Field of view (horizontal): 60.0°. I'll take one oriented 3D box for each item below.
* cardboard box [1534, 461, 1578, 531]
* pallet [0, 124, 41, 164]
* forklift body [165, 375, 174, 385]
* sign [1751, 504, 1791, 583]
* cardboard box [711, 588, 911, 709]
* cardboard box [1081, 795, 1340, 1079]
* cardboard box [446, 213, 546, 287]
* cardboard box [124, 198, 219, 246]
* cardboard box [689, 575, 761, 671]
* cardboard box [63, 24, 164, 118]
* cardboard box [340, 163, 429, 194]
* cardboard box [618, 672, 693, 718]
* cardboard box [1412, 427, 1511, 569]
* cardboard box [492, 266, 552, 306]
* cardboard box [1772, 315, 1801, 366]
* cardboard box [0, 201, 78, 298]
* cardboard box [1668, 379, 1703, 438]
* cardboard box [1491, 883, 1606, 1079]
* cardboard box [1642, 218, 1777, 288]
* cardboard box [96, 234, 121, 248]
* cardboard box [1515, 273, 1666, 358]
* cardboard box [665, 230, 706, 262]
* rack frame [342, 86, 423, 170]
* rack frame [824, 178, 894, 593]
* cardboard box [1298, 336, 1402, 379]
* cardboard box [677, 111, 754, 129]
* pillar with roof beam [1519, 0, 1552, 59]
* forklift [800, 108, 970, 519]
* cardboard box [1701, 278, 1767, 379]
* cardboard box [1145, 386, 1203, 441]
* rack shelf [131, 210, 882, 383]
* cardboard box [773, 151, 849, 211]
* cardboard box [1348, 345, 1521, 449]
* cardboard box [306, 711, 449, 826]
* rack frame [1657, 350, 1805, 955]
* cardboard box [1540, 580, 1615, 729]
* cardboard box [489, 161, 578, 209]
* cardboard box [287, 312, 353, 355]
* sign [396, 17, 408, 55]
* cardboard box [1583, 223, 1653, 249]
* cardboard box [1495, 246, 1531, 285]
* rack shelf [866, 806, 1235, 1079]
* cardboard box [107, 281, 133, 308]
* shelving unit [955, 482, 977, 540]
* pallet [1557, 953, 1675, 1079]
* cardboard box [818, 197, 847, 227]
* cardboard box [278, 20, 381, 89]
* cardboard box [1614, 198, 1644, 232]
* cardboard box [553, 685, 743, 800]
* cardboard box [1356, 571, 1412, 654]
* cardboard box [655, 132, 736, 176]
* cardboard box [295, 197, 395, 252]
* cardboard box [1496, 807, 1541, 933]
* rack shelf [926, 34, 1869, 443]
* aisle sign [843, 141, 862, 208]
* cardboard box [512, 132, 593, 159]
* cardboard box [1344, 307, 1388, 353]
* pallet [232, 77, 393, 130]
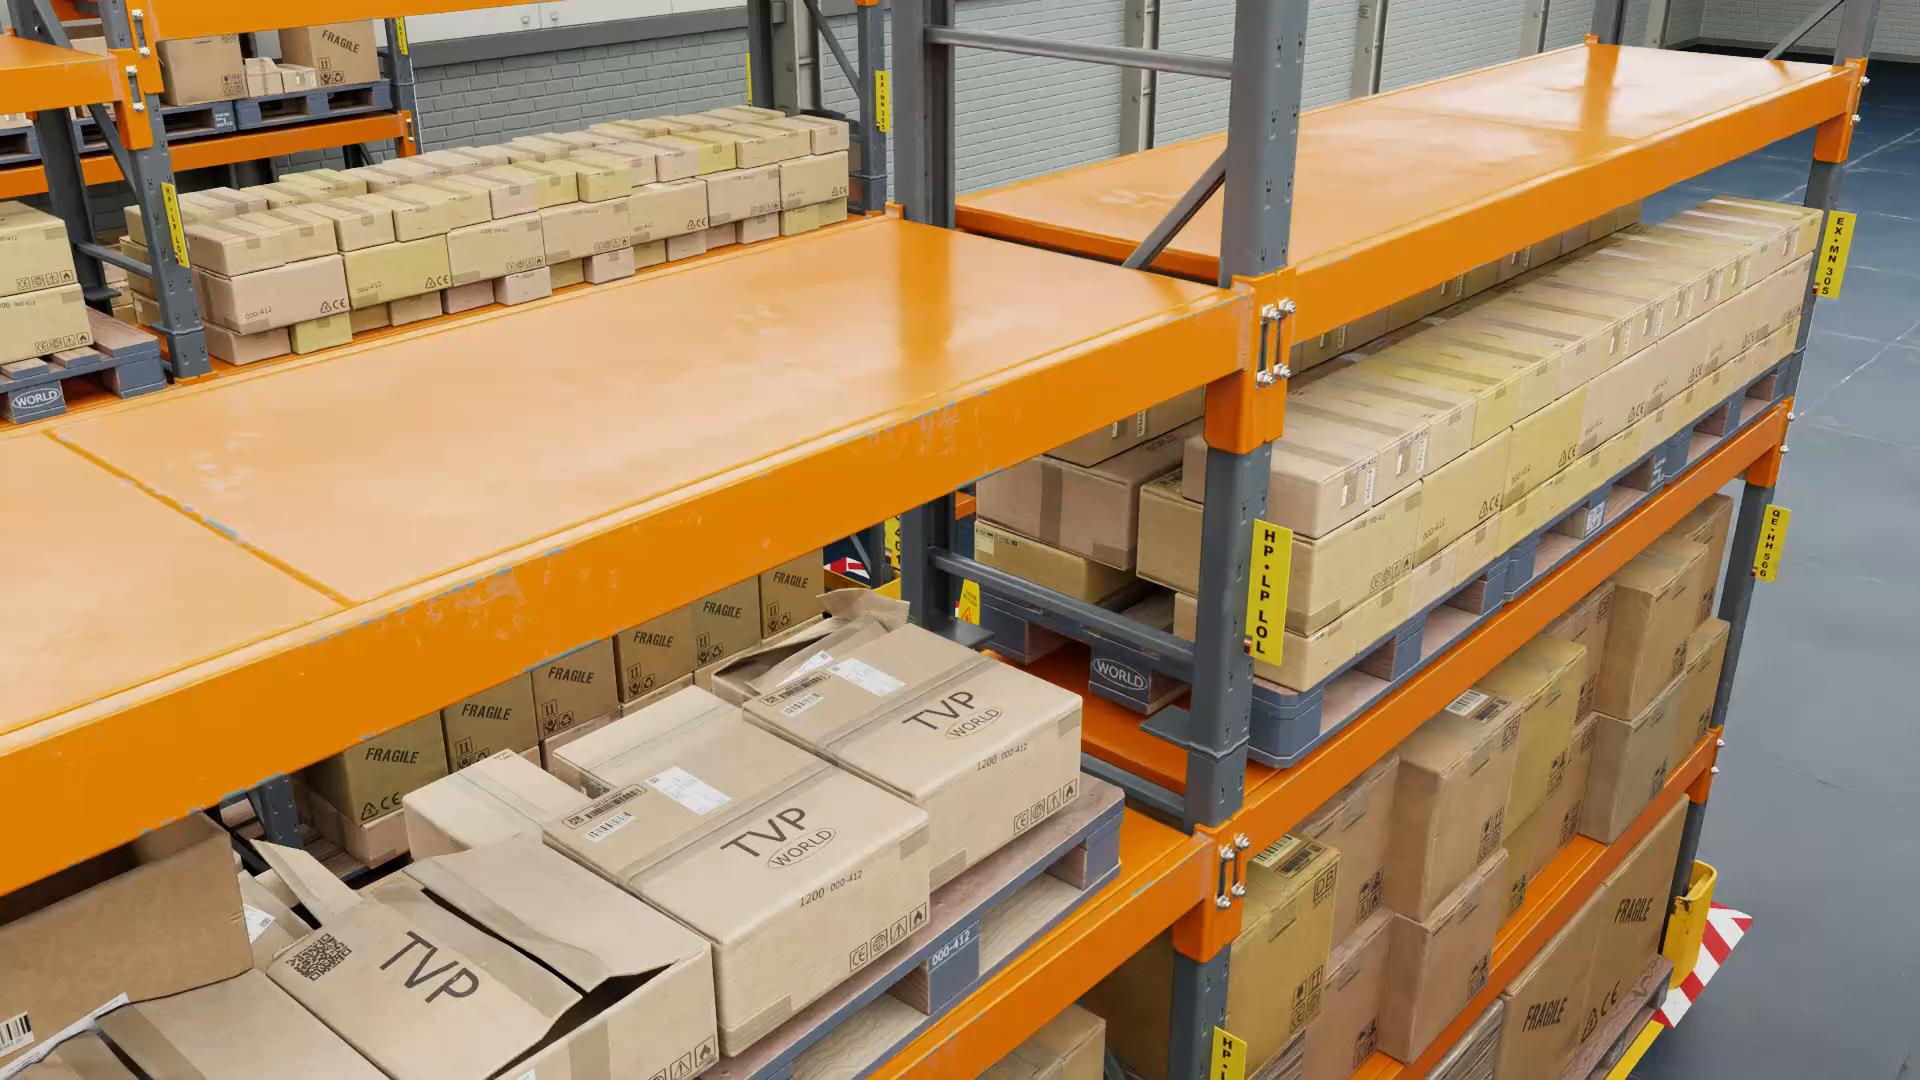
[{"bbox_3d":[1.600,-0.180,4.961,0.380,0.149,0.250,20,31,38],"label":"cardboard box"},{"bbox_3d":[-6.647,-2.552,10.689,1.003,0.211,1.213,20,31,38],"label":"pallet"},{"bbox_3d":[-4.435,-0.712,11.181,2.313,2.155,1.214,20,31,38],"label":"forklift body"},{"bbox_3d":[3.320,0.016,6.815,0.100,0.325,0.005,20,31,38],"label":"sign"},{"bbox_3d":[-0.334,0.289,3.772,0.258,0.266,0.396,20,31,37],"label":"cardboard box"},{"bbox_3d":[0.527,1.054,4.701,0.875,0.550,0.550,20,31,38],"label":"cardboard box"},{"bbox_3d":[-2.320,-1.407,7.845,0.500,0.250,0.500,20,31,38],"label":"cardboard box"},{"bbox_3d":[-3.450,-1.377,7.291,0.380,0.149,0.250,21,32,39],"label":"cardboard box"},{"bbox_3d":[-1.515,0.375,9.650,0.500,0.500,0.500,22,32,39],"label":"cardboard box"},{"bbox_3d":[-5.819,-3.175,11.207,0.797,0.503,0.637,21,32,39],"label":"cardboard box"},{"bbox_3d":[-2.766,-1.698,8.009,0.380,0.149,0.250,19,31,37],"label":"cardboard box"},{"bbox_3d":[-1.865,0.878,9.444,0.500,0.250,0.500,19,30,36],"label":"cardboard box"},{"bbox_3d":[1.126,-0.182,4.478,0.500,0.250,0.500,20,31,37],"label":"cardboard box"},{"bbox_3d":[-2.182,-1.253,7.991,0.380,0.149,0.250,19,31,37],"label":"cardboard box"},{"bbox_3d":[2.955,-0.798,6.340,0.380,0.149,0.250,20,31,37],"label":"cardboard box"},{"bbox_3d":[-3.790,-1.111,6.426,0.500,0.250,0.500,21,32,39],"label":"cardboard box"},{"bbox_3d":[2.276,-0.488,5.648,0.380,0.149,0.250,20,31,37],"label":"cardboard box"},{"bbox_3d":[1.936,1.771,6.689,0.875,0.875,0.875,20,31,37],"label":"cardboard box"},{"bbox_3d":[2.614,-1.007,5.830,0.380,0.149,0.250,21,31,38],"label":"cardboard box"},{"bbox_3d":[-6.138,-2.064,11.879,0.380,0.149,0.250,21,32,39],"label":"cardboard box"},{"bbox_3d":[1.935,-0.696,5.137,0.380,0.149,0.250,20,31,38],"label":"cardboard box"},{"bbox_3d":[-1.553,-1.586,8.733,0.380,0.149,0.250,20,31,37],"label":"cardboard box"},{"bbox_3d":[-4.528,-2.175,13.407,1.000,3.000,0.127,20,31,38],"label":"rack frame"},{"bbox_3d":[-0.829,-0.821,10.386,1.000,3.000,0.127,20,31,38],"label":"rack frame"},{"bbox_3d":[1.065,-0.481,5.145,0.500,0.250,0.500,20,31,37],"label":"cardboard box"},{"bbox_3d":[-1.374,-2.305,9.363,0.380,0.149,0.250,20,31,37],"label":"cardboard box"},{"bbox_3d":[13.560,-11.084,25.942,9.100,9.000,0.400,20,31,38],"label":"pillar with roof beam"},{"bbox_3d":[-1.460,-1.611,12.233,3.031,2.935,1.130,-1,24,-3],"label":"forklift"},{"bbox_3d":[2.472,-0.796,5.848,0.500,0.250,0.500,20,31,38],"label":"cardboard box"},{"bbox_3d":[0.431,-0.412,4.505,0.380,0.149,0.250,20,31,37],"label":"cardboard box"},{"bbox_3d":[-2.164,-1.252,8.561,1.077,0.370,4.000,20,31,38],"label":"rack shelf"},{"bbox_3d":[-0.970,-2.028,9.231,0.500,0.250,0.500,20,31,37],"label":"cardboard box"},{"bbox_3d":[1.259,-0.388,4.450,0.380,0.149,0.250,20,31,37],"label":"cardboard box"},{"bbox_3d":[-2.904,1.012,8.228,0.500,0.500,0.500,22,32,40],"label":"cardboard box"},{"bbox_3d":[2.925,0.500,7.441,1.000,3.000,0.127,20,31,38],"label":"rack frame"},{"bbox_3d":[1.875,0.367,6.233,0.875,0.550,0.550,20,31,38],"label":"cardboard box"},{"bbox_3d":[-2.069,-1.724,8.065,0.380,0.149,0.250,21,32,39],"label":"cardboard box"},{"bbox_3d":[-2.889,-0.948,7.311,0.380,0.149,0.250,20,31,38],"label":"cardboard box"},{"bbox_3d":[-4.133,-3.760,12.288,0.100,0.325,0.005,20,31,38],"label":"sign"},{"bbox_3d":[2.412,-1.097,6.519,0.500,0.250,0.500,20,31,37],"label":"cardboard box"},{"bbox_3d":[1.786,-1.031,5.886,0.380,0.149,0.250,19,31,37],"label":"cardboard box"},{"bbox_3d":[-1.080,1.287,2.897,1.077,0.370,4.000,20,31,38],"label":"rack shelf"},{"bbox_3d":[-5.913,-1.706,11.444,0.380,0.149,0.250,19,30,36],"label":"cardboard box"},{"bbox_3d":[-0.036,-0.463,11.970,0.215,1.050,0.252,20,31,38],"label":"shelving unit"},{"bbox_3d":[2.449,2.037,7.420,1.003,0.211,1.213,20,31,38],"label":"pallet"},{"bbox_3d":[-0.859,-1.890,9.411,0.380,0.149,0.250,20,31,38],"label":"cardboard box"},{"bbox_3d":[-4.642,-3.626,12.217,0.500,0.500,0.500,21,32,39],"label":"cardboard box"},{"bbox_3d":[2.465,-1.341,6.576,0.380,0.149,0.250,21,31,38],"label":"cardboard box"},{"bbox_3d":[-0.622,0.475,3.500,0.250,0.149,0.380,20,31,38],"label":"cardboard box"},{"bbox_3d":[0.923,0.129,4.271,0.380,0.149,0.250,20,31,38],"label":"cardboard box"},{"bbox_3d":[-1.400,-2.041,8.774,0.380,0.149,0.250,20,31,38],"label":"cardboard box"},{"bbox_3d":[-2.710,-1.393,7.327,0.380,0.149,0.250,19,30,36],"label":"cardboard box"},{"bbox_3d":[1.570,1.039,6.054,0.875,0.550,0.500,20,31,38],"label":"cardboard box"},{"bbox_3d":[1.590,-1.118,5.083,1.077,0.370,4.000,20,31,38],"label":"rack shelf"},{"bbox_3d":[-0.572,-1.947,9.720,0.394,0.787,0.004,20,31,38],"label":"aisle sign"},{"bbox_3d":[-2.139,-2.031,8.751,0.380,0.149,0.250,21,32,39],"label":"cardboard box"},{"bbox_3d":[1.105,-0.720,5.191,0.380,0.149,0.250,20,31,37],"label":"cardboard box"},{"bbox_3d":[-5.019,-3.296,12.347,1.003,0.211,1.213,20,31,38],"label":"pallet"}]
